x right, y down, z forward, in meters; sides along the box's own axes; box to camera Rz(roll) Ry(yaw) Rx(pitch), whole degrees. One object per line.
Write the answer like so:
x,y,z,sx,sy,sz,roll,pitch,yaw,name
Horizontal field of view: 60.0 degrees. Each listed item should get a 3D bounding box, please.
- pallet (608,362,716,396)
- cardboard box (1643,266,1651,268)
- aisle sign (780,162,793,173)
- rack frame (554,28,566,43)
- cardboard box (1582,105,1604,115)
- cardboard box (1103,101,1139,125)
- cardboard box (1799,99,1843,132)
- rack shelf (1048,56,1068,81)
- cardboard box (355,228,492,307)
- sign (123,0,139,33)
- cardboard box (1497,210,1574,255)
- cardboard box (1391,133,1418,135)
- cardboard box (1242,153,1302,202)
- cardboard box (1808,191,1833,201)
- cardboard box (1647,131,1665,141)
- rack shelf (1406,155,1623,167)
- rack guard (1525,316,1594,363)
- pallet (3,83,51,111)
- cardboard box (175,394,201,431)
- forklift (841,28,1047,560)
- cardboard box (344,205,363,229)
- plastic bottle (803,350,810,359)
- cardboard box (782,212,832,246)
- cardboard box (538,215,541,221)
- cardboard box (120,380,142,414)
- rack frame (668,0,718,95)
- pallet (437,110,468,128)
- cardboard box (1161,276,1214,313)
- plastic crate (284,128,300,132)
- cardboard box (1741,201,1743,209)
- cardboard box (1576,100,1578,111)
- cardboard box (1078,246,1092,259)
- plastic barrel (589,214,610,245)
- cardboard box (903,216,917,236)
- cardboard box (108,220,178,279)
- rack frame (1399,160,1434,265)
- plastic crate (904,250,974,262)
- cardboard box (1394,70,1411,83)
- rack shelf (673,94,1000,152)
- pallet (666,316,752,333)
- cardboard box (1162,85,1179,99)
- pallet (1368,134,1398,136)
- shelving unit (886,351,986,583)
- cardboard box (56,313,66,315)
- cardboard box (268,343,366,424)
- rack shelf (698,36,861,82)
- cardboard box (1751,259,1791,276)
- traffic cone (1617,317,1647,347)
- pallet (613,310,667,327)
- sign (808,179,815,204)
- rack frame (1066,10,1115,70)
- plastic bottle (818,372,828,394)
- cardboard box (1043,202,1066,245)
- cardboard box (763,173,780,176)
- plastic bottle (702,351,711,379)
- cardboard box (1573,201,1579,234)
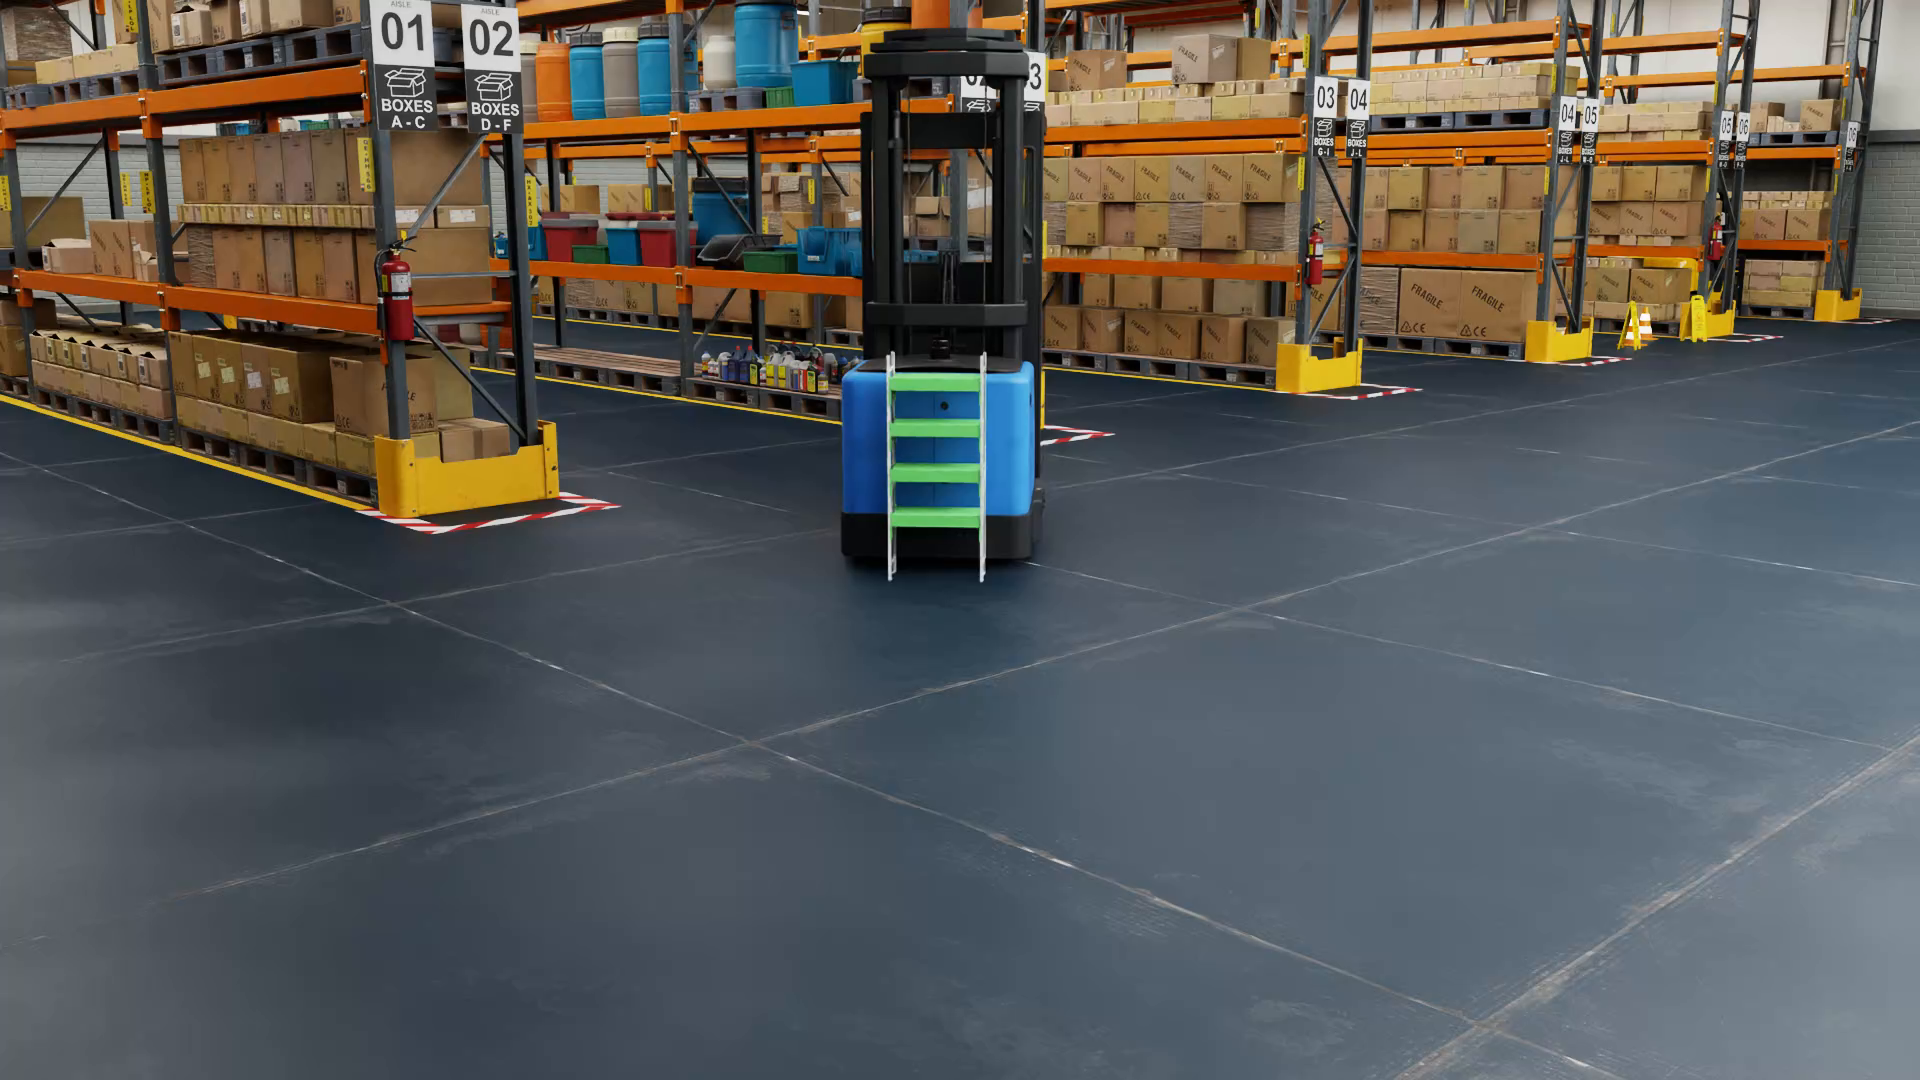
-3.015,-1.729,17.781,1.003,0.211,1.213,-11,16,-43,pallet
10.329,-3.935,25.491,0.500,0.500,0.500,11,16,43,cardboard box
-3.326,-7.429,32.096,0.394,0.787,0.004,-11,16,-43,aisle sign
-7.149,-8.366,28.215,1.000,3.000,0.127,-11,16,-43,rack frame
9.537,-6.437,24.935,0.380,0.149,0.250,-10,16,-41,cardboard box
1.968,-4.820,18.810,0.500,0.250,0.500,11,16,43,cardboard box
14.173,-6.969,27.333,0.500,0.500,0.500,-10,15,-41,cardboard box
0.651,-7.618,27.361,1.077,0.370,4.000,-11,16,-43,rack shelf
-3.580,-1.831,11.118,0.700,0.500,0.500,-11,16,-43,cardboard box
-6.415,-4.095,12.862,0.100,0.325,0.005,-11,16,-43,sign
7.268,-3.890,20.987,0.875,0.550,0.550,-11,16,-43,cardboard box
7.451,-6.798,27.371,0.500,0.250,0.500,-11,16,-42,cardboard box
3.342,-3.822,17.568,0.500,0.500,0.500,-11,16,-43,cardboard box
14.255,-5.701,27.555,0.380,0.149,0.250,-11,16,-42,cardboard box
10.264,-5.908,24.341,0.380,0.149,0.250,-10,15,-41,cardboard box
10.511,-7.158,31.569,1.077,0.370,4.000,-11,16,-43,rack shelf
7.574,-2.541,21.005,1.175,0.500,0.348,-11,16,-43,rack guard
-8.259,-4.170,15.752,1.213,0.211,1.003,-10,15,-40,pallet
-5.929,-1.045,13.324,0.500,0.250,0.500,-11,16,-43,cardboard box
-0.028,-1.572,10.277,1.130,2.935,3.031,1,12,4,forklift
-3.851,-2.146,11.039,0.380,0.149,0.250,-10,16,-41,cardboard box
-1.516,-1.771,16.715,0.061,0.283,0.133,-10,15,-39,plastic bottle
-2.145,-4.346,23.325,0.500,0.500,0.500,-10,15,-41,cardboard box
-7.013,-5.392,28.283,0.500,0.250,0.500,11,16,44,cardboard box
-6.874,-1.249,14.314,0.500,0.250,0.500,-11,16,-43,cardboard box
-2.445,-5.924,16.365,1.000,3.000,0.127,-11,16,-43,rack frame
-5.664,-5.071,20.128,1.003,0.211,1.213,-11,16,-43,pallet
3.638,-3.676,24.853,1.050,0.750,0.750,-11,16,-43,cardboard box
-9.123,-5.626,23.004,0.293,0.136,0.466,-11,16,-43,plastic crate
13.309,-5.727,28.422,0.380,0.149,0.250,-11,16,-42,cardboard box
7.552,-5.464,20.900,0.380,0.149,0.250,-11,16,-42,cardboard box
1.604,-3.373,19.475,0.380,0.149,0.250,-11,16,-43,cardboard box
-4.051,-3.442,18.909,0.421,0.512,0.421,0,12,0,plastic barrel
-0.634,-4.115,21.783,0.500,0.250,0.500,11,16,44,cardboard box
-7.258,-2.609,14.895,0.500,0.500,0.500,-11,16,-42,cardboard box
9.130,-6.333,33.216,1.000,3.000,0.127,-11,16,-43,rack frame
-0.244,-2.360,14.304,0.499,0.251,0.616,-11,16,-43,plastic crate
5.851,-6.021,21.628,0.380,0.149,0.250,-11,16,-43,cardboard box
-1.063,-3.811,15.323,1.077,0.370,4.000,-11,16,-43,rack shelf
-3.800,-3.376,25.773,1.003,0.211,1.213,-11,16,-43,pallet
2.434,-4.918,18.296,0.250,0.149,0.380,11,16,42,cardboard box
7.237,-6.690,27.981,1.213,0.211,1.003,-11,16,-43,pallet
-0.122,-0.389,8.825,0.503,1.200,0.258,1,12,4,shelving unit
-10.325,-2.276,18.630,0.500,0.500,0.500,-11,16,-42,cardboard box
-4.554,-1.119,11.825,0.500,0.500,0.500,-11,16,-43,cardboard box
-3.006,-6.942,24.078,1.077,0.370,4.000,-11,16,-43,rack shelf
13.754,-4.611,28.156,0.500,0.250,0.500,-11,16,-42,cardboard box
9.270,-2.909,22.886,0.336,0.463,0.334,-11,16,-43,traffic cone
-4.855,-3.600,26.860,1.003,0.211,1.213,-11,16,-43,pallet
-2.024,-4.749,22.659,0.100,0.325,0.005,-11,16,-43,sign
2.033,-7.874,25.831,1.000,3.000,0.127,-11,16,-43,rack frame
-1.268,-1.454,15.379,0.097,0.201,0.097,0,12,0,plastic bottle
1.404,-3.796,19.919,0.875,0.500,0.500,-11,16,-43,cardboard box
-3.374,-6.686,31.465,0.500,0.500,0.500,-11,16,-43,cardboard box
-2.541,-1.757,16.679,0.097,0.271,0.097,0,12,0,plastic bottle
9.472,-4.932,25.434,0.500,0.500,0.500,-11,16,-42,cardboard box
